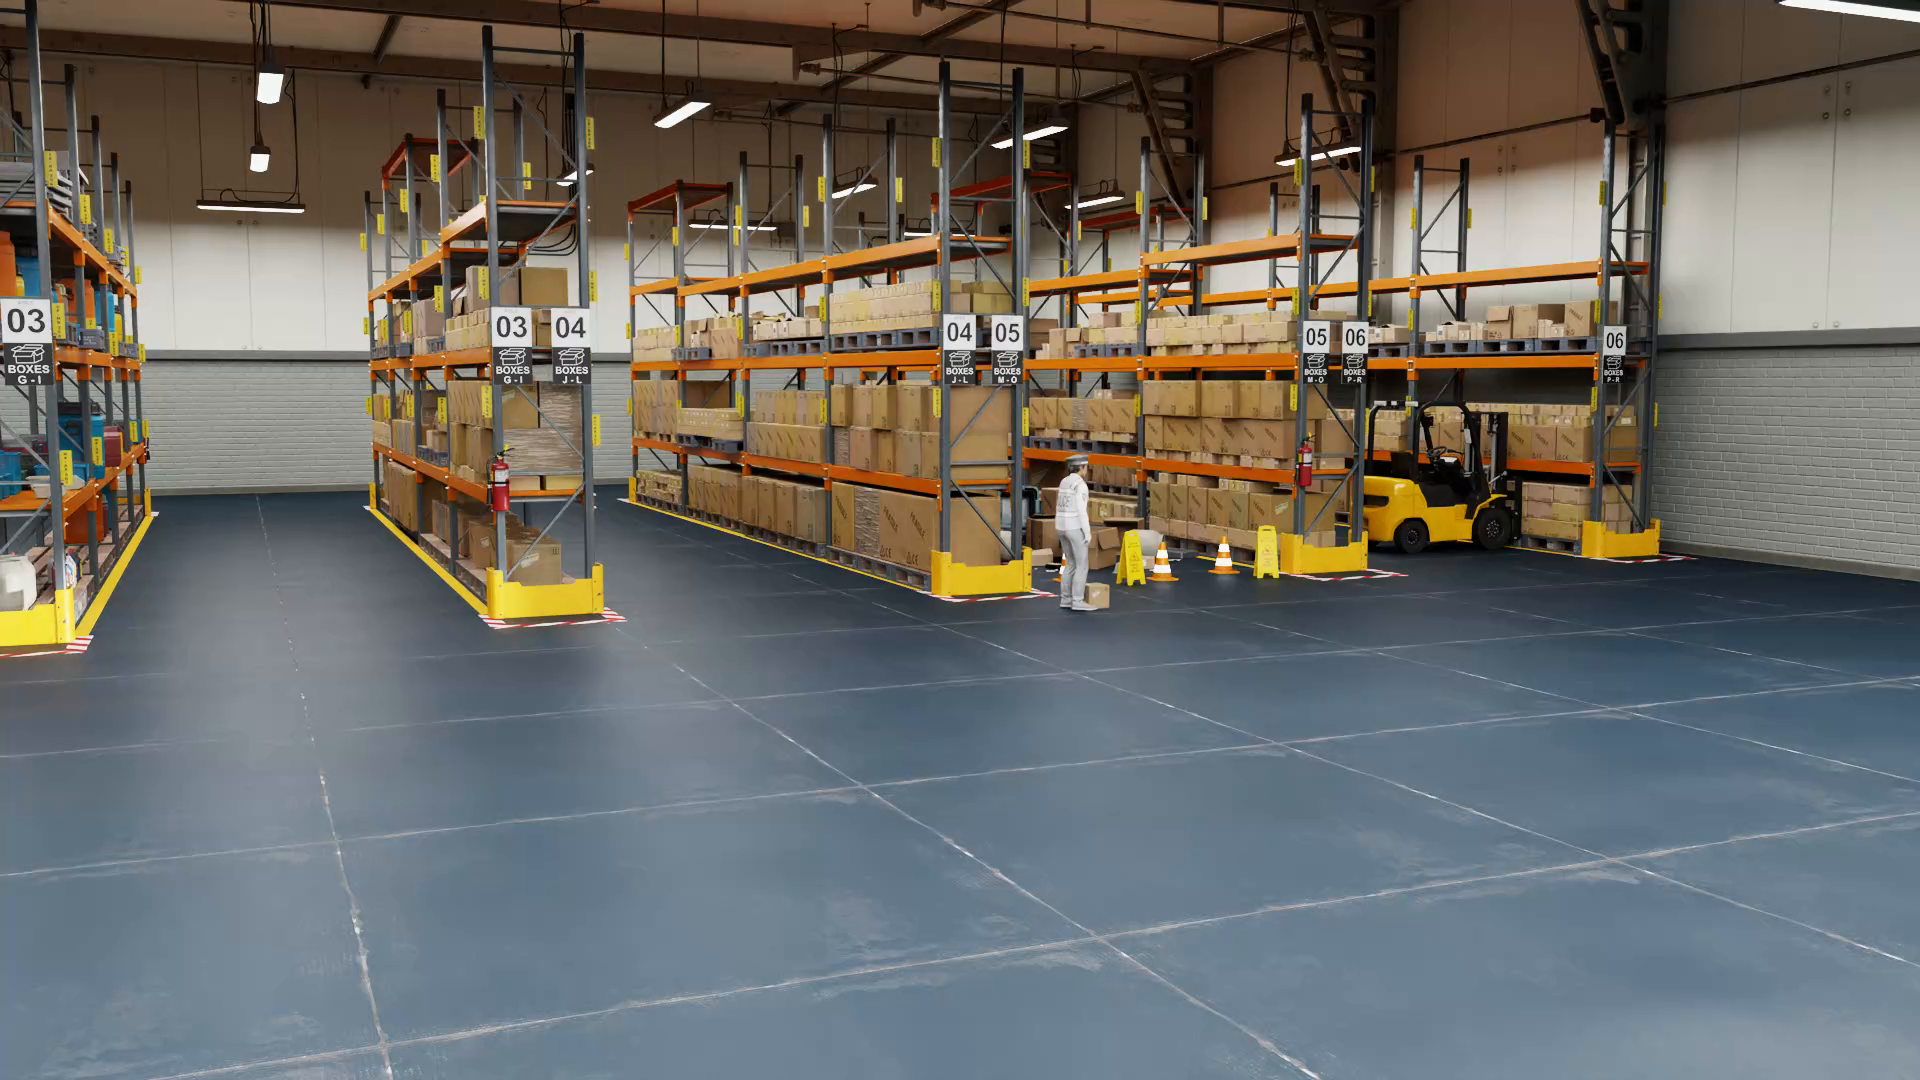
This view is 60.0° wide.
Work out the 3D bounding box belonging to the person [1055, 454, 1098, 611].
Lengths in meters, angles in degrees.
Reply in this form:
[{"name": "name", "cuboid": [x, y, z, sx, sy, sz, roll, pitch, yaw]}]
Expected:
[{"name": "person", "cuboid": [1.230, -0.086, 17.886, 0.373, 1.661, 0.537, -3, 6, -27]}]
